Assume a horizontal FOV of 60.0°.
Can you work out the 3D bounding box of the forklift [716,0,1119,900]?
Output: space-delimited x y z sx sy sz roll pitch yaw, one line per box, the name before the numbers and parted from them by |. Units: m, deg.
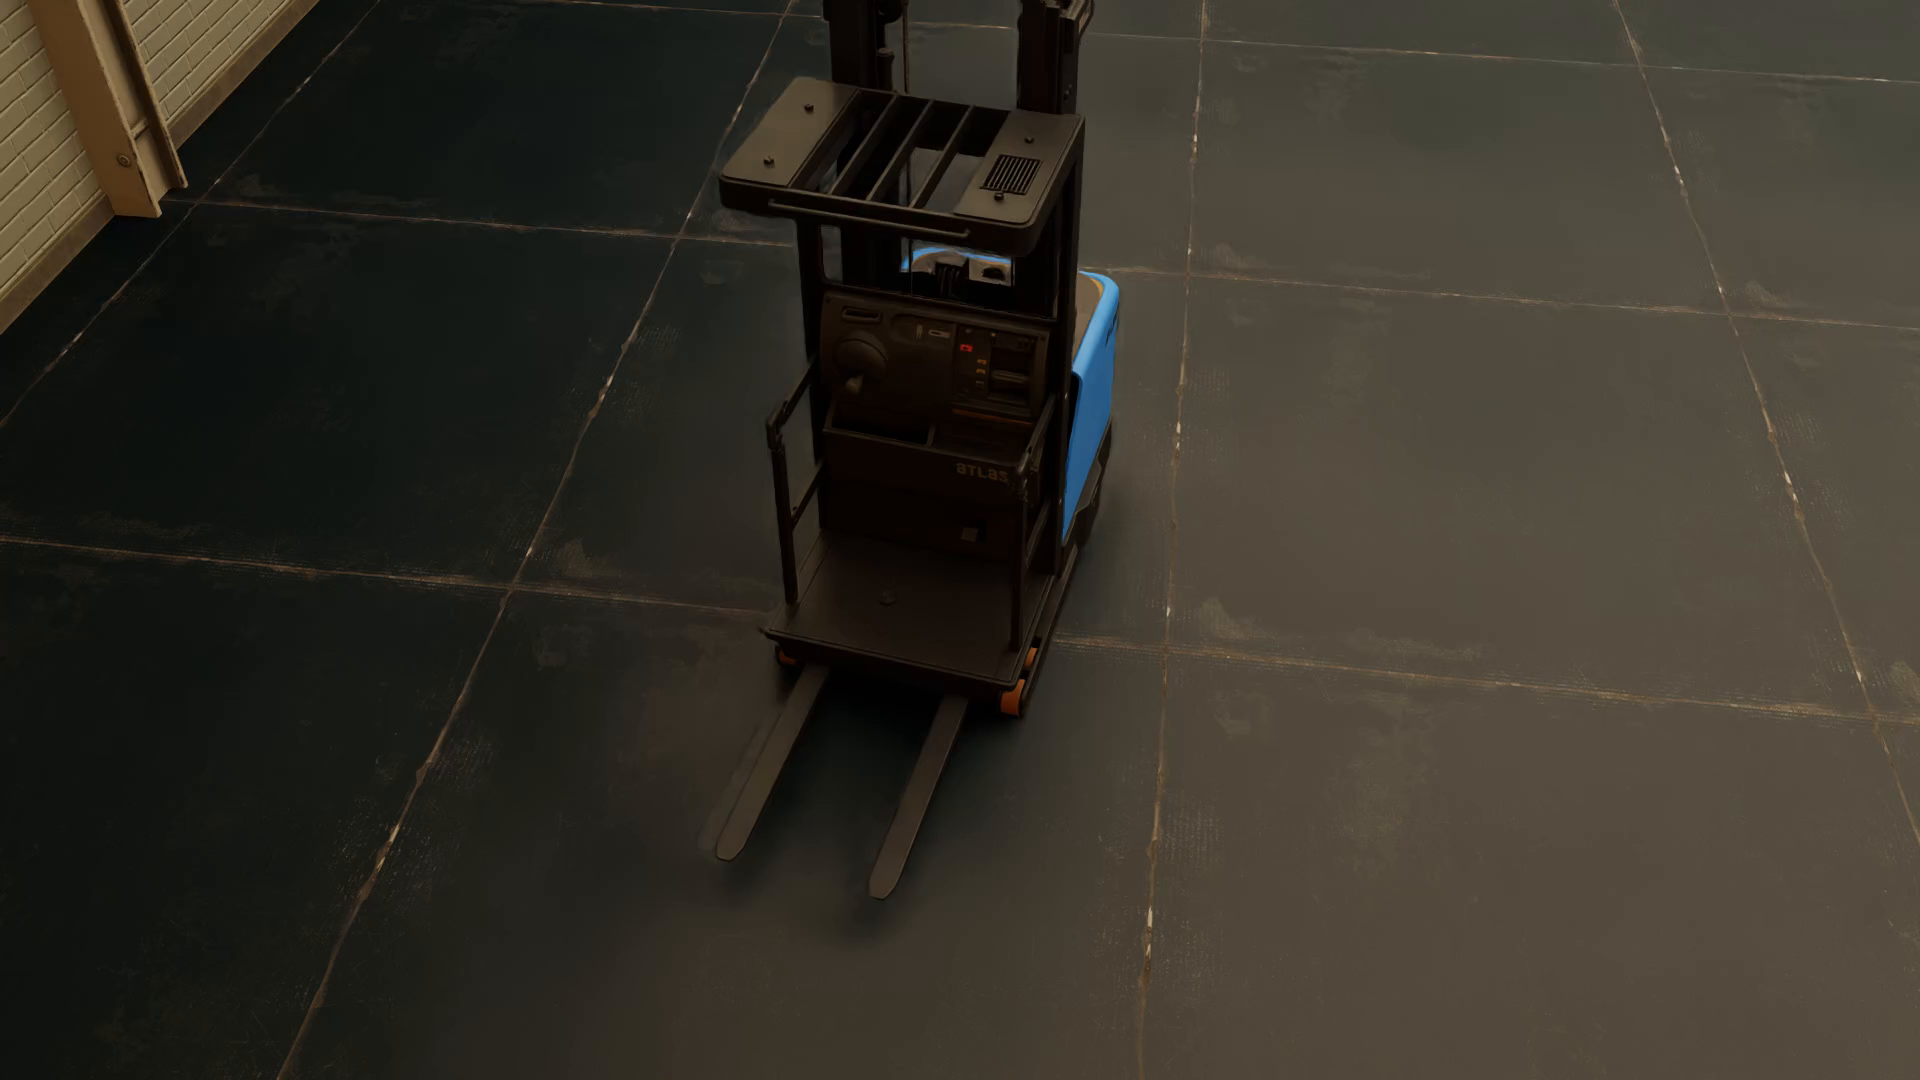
forklift | -0.167 -0.636 6.417 1.130 2.935 3.031 11 44 12
